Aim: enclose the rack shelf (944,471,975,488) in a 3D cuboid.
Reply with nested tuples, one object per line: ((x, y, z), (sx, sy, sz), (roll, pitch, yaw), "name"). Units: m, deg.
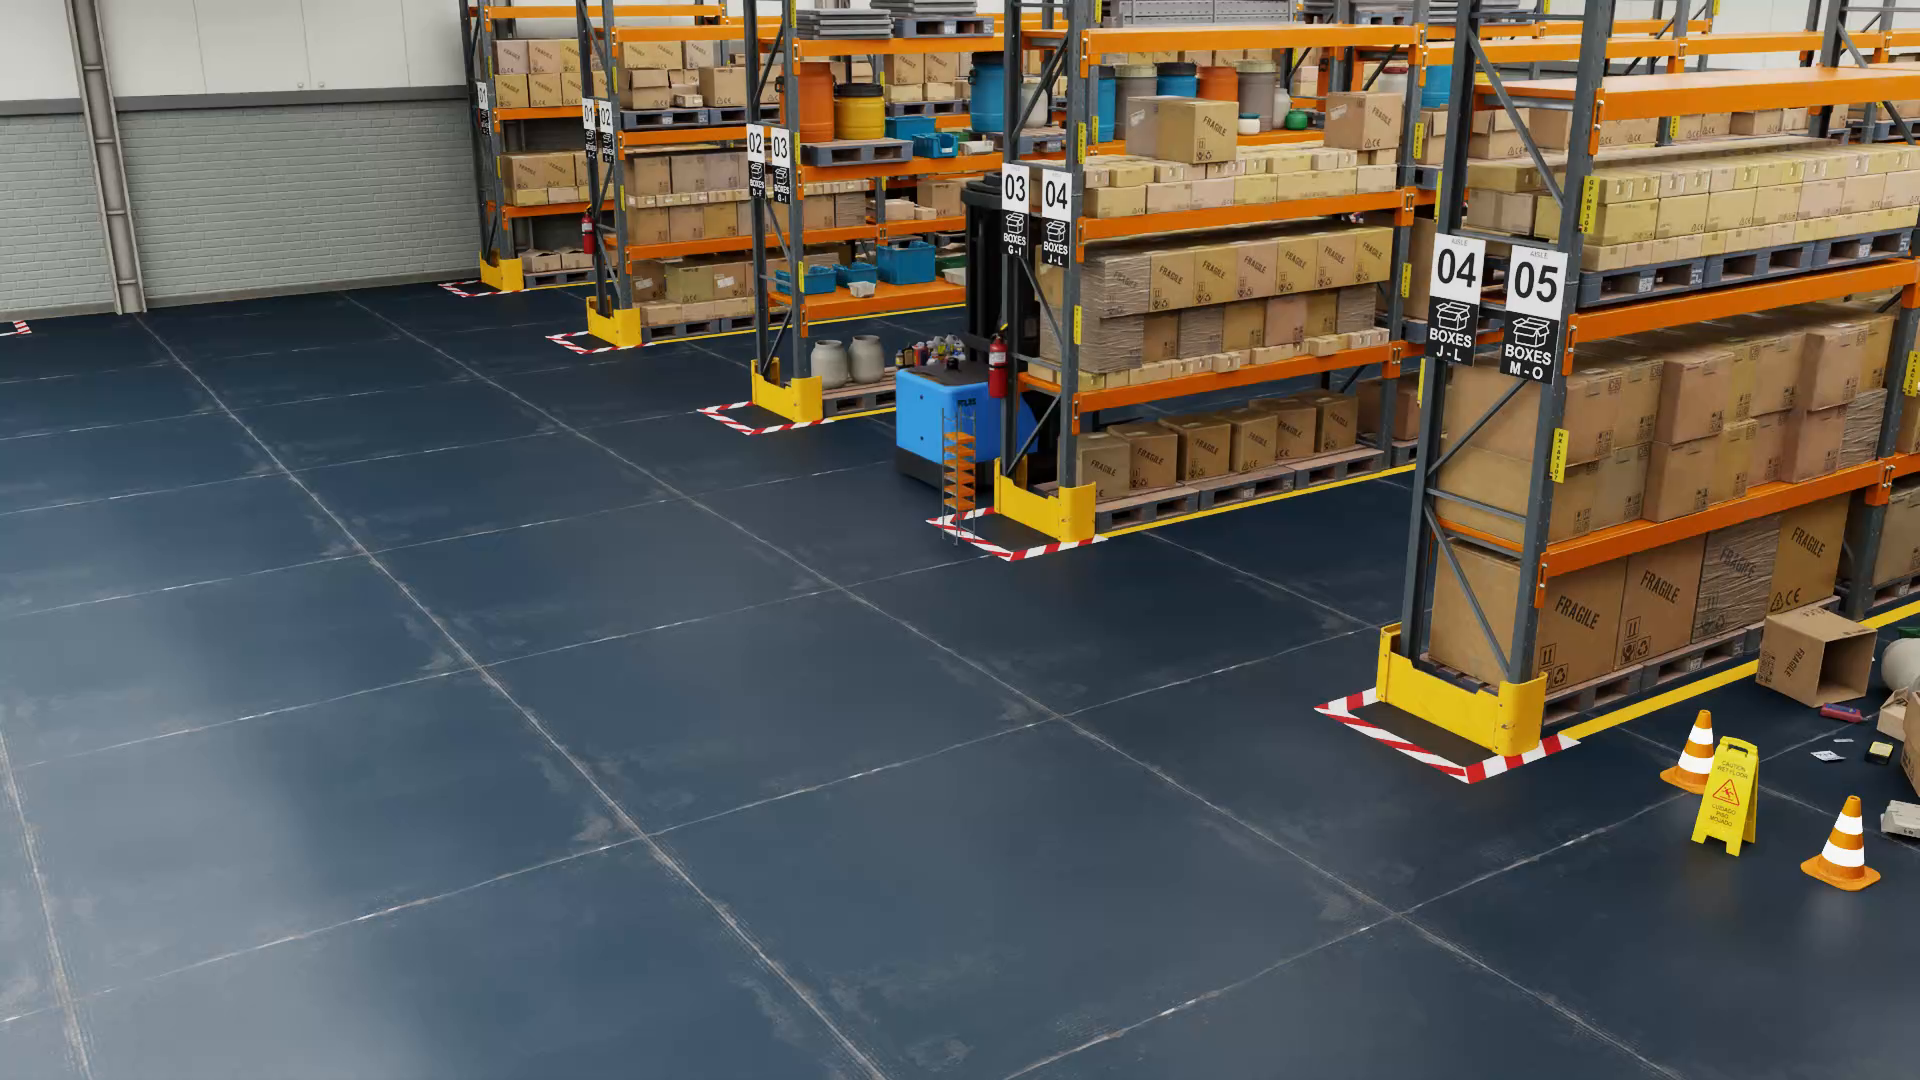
((-0.012, -0.524, 14.559), (0.180, 0.103, 0.258), (-12, 22, -31), "rack shelf")

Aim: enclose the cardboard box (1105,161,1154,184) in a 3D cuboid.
((1.466, -3.183, 14.403), (0.250, 0.149, 0.380), (-12, 22, -32), "cardboard box")

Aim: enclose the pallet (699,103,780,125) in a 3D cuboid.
((-3.124, -5.923, 23.036), (1.213, 0.211, 1.003), (-12, 22, -31), "pallet")

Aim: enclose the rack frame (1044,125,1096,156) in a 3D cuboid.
((1.313, -3.589, 20.678), (0.127, 3.000, 1.000), (-12, 22, -31), "rack frame")

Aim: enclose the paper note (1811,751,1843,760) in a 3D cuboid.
((5.548, 1.377, 10.626), (0.142, 0.017, 0.144), (-4, 19, -13), "paper note")

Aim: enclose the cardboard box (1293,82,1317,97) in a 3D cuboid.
((5.816, -7.693, 28.368), (0.500, 0.250, 0.500), (-12, 22, -31), "cardboard box")

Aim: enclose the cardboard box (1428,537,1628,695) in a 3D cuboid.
((3.870, 0.455, 11.377), (0.875, 0.875, 0.875), (-12, 22, -31), "cardboard box")

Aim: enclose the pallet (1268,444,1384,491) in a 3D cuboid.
((3.496, -0.816, 16.828), (1.213, 0.211, 1.003), (-12, 22, -31), "pallet")

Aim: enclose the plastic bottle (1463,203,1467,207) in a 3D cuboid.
((7.252, -4.693, 24.020), (0.185, 0.351, 0.144), (-12, 22, -31), "plastic bottle")

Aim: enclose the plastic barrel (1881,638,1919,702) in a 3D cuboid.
((6.577, 0.911, 11.390), (0.421, 0.421, 0.512), (2, 19, 6), "plastic barrel")

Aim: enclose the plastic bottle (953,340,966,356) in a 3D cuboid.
((0.000, -2.333, 20.527), (0.135, 0.276, 0.152), (-12, 22, -31), "plastic bottle")

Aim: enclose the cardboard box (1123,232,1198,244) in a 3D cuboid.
((1.853, -2.562, 15.457), (0.500, 0.500, 0.500), (-12, 22, -31), "cardboard box")

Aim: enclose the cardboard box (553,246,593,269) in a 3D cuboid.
((-6.373, -4.667, 27.379), (0.500, 0.311, 0.500), (-10, 21, -27), "cardboard box")

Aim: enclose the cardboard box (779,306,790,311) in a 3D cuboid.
((-2.508, -3.494, 24.032), (0.500, 0.250, 0.500), (-12, 22, -31), "cardboard box")

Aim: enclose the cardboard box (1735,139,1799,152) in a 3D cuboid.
((5.766, -2.783, 11.945), (0.250, 0.149, 0.380), (-12, 22, -32), "cardboard box")

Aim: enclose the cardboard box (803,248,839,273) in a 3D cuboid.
((-2.099, -3.941, 24.186), (0.500, 0.500, 0.500), (-12, 22, -31), "cardboard box")

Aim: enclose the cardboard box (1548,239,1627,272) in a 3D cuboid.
((3.803, -1.738, 10.100), (0.250, 0.149, 0.380), (-12, 22, -31), "cardboard box")

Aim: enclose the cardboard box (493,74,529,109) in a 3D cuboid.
((-7.060, -7.004, 25.909), (0.500, 0.500, 0.500), (-11, 22, -30), "cardboard box")

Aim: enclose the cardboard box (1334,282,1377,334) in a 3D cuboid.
((3.627, -2.390, 16.510), (0.500, 0.500, 0.875), (-12, 22, -31), "cardboard box")

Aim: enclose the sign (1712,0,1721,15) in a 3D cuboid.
((11.651, -8.248, 25.594), (0.005, 0.325, 0.100), (-12, 22, -31), "sign")

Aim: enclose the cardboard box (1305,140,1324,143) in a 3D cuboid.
((3.596, -3.828, 16.313), (0.250, 0.149, 0.380), (-13, 22, -33), "cardboard box")

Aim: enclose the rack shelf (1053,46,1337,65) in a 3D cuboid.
((2.983, -6.253, 20.938), (4.000, 0.370, 1.077), (-12, 22, -31), "rack shelf")

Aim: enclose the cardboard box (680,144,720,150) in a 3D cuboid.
((-4.360, -6.367, 27.926), (0.500, 0.500, 0.500), (-12, 22, -32), "cardboard box")

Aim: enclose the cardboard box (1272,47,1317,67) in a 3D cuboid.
((5.658, -8.362, 28.394), (0.500, 0.500, 0.700), (-12, 22, -31), "cardboard box")

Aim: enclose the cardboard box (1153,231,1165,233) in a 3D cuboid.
((3.326, -4.828, 27.558), (0.500, 0.500, 0.500), (-12, 22, -32), "cardboard box")

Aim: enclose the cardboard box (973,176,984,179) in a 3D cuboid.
((0.540, -5.367, 25.780), (0.500, 0.500, 0.500), (-13, 23, -34), "cardboard box")

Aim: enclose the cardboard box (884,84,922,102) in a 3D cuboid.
((-0.888, -6.570, 24.389), (0.500, 0.250, 0.500), (-9, 21, -26), "cardboard box")

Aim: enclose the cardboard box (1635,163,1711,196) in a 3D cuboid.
((4.429, -2.248, 10.364), (0.250, 0.149, 0.380), (-12, 22, -31), "cardboard box")

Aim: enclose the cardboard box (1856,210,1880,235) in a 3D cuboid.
((6.127, -2.228, 11.549), (0.250, 0.149, 0.380), (-12, 22, -31), "cardboard box")

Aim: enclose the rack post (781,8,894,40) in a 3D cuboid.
((-1.326, -5.589, 18.006), (0.954, 0.300, 0.937), (-9, 21, -26), "rack post")

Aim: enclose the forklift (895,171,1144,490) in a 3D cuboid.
((0.870, -2.177, 16.607), (3.031, 2.935, 1.130), (-12, 22, -31), "forklift")

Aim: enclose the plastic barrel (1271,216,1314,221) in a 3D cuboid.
((4.433, -4.195, 22.259), (0.708, 0.536, 0.600), (-12, 22, -31), "plastic barrel")

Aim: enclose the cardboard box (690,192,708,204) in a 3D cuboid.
((-3.663, -4.711, 22.827), (0.250, 0.149, 0.380), (-12, 22, -32), "cardboard box")

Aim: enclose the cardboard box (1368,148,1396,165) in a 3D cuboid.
((3.925, -3.669, 15.841), (0.250, 0.149, 0.380), (-11, 22, -30), "cardboard box")

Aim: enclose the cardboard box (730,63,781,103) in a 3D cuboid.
((-2.853, -6.394, 23.254), (0.637, 0.503, 0.797), (-9, 21, -25), "cardboard box")

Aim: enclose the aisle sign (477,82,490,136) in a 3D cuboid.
((-7.371, -6.673, 25.741), (0.004, 0.787, 0.394), (-12, 22, -31), "aisle sign")

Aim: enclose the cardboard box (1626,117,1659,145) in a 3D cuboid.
((7.117, -4.523, 17.820), (0.500, 0.500, 0.500), (-11, 22, -30), "cardboard box")

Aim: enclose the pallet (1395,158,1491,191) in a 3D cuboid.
((4.611, -3.677, 16.546), (1.003, 0.211, 1.213), (-12, 22, -31), "pallet")

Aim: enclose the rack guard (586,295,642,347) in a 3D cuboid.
((-4.769, -3.022, 22.903), (0.348, 0.500, 1.175), (-12, 22, -31), "rack guard")

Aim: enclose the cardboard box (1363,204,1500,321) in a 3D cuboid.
((4.778, -2.850, 16.899), (1.000, 1.000, 1.000), (-12, 22, -31), "cardboard box")

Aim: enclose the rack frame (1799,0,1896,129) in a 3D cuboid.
((10.719, -6.515, 19.966), (0.127, 3.000, 1.000), (-12, 22, -31), "rack frame")

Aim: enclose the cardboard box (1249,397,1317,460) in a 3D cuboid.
((3.207, -1.116, 16.611), (0.500, 0.500, 0.500), (-5, 19, -14), "cardboard box")

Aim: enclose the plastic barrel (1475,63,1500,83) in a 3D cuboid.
((7.344, -6.492, 23.632), (0.600, 0.588, 0.600), (0, 19, 0), "plastic barrel")

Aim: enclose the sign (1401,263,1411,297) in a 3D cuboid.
((4.342, -2.531, 16.195), (0.005, 0.325, 0.100), (-12, 22, -31), "sign")

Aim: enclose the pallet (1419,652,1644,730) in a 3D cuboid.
((3.965, 0.944, 11.623), (1.213, 0.211, 1.003), (-12, 22, -31), "pallet")

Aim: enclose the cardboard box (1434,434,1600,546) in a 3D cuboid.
((3.625, -0.364, 10.903), (0.550, 0.550, 0.875), (-12, 22, -31), "cardboard box")

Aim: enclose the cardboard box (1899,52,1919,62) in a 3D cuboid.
((12.367, -6.095, 21.267), (0.500, 0.250, 0.500), (-13, 22, -33), "cardboard box")

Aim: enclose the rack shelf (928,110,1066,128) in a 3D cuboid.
((0.262, -6.347, 25.276), (4.000, 0.370, 1.077), (-12, 22, -31), "rack shelf")

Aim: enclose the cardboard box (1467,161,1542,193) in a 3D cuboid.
((3.435, -2.291, 10.491), (0.250, 0.149, 0.380), (-12, 22, -31), "cardboard box")

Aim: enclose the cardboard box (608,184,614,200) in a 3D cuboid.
((-5.616, -5.746, 27.260), (0.500, 0.250, 0.500), (-12, 22, -31), "cardboard box")

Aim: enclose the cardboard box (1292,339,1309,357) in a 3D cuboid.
((3.135, -1.877, 16.005), (0.250, 0.149, 0.380), (-12, 22, -31), "cardboard box")

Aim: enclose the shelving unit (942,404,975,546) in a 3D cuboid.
((-0.012, -0.566, 14.545), (0.189, 1.200, 0.258), (-12, 22, -31), "shelving unit")

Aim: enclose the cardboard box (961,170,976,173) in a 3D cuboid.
((0.091, -6.896, 30.821), (0.250, 0.149, 0.380), (-11, 22, -30), "cardboard box")

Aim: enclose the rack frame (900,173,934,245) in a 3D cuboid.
((-0.795, -6.944, 30.600), (0.127, 3.000, 1.000), (-12, 22, -31), "rack frame")

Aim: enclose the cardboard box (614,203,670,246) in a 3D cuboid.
((-4.352, -4.336, 22.732), (0.500, 0.500, 0.700), (-12, 22, -31), "cardboard box")
